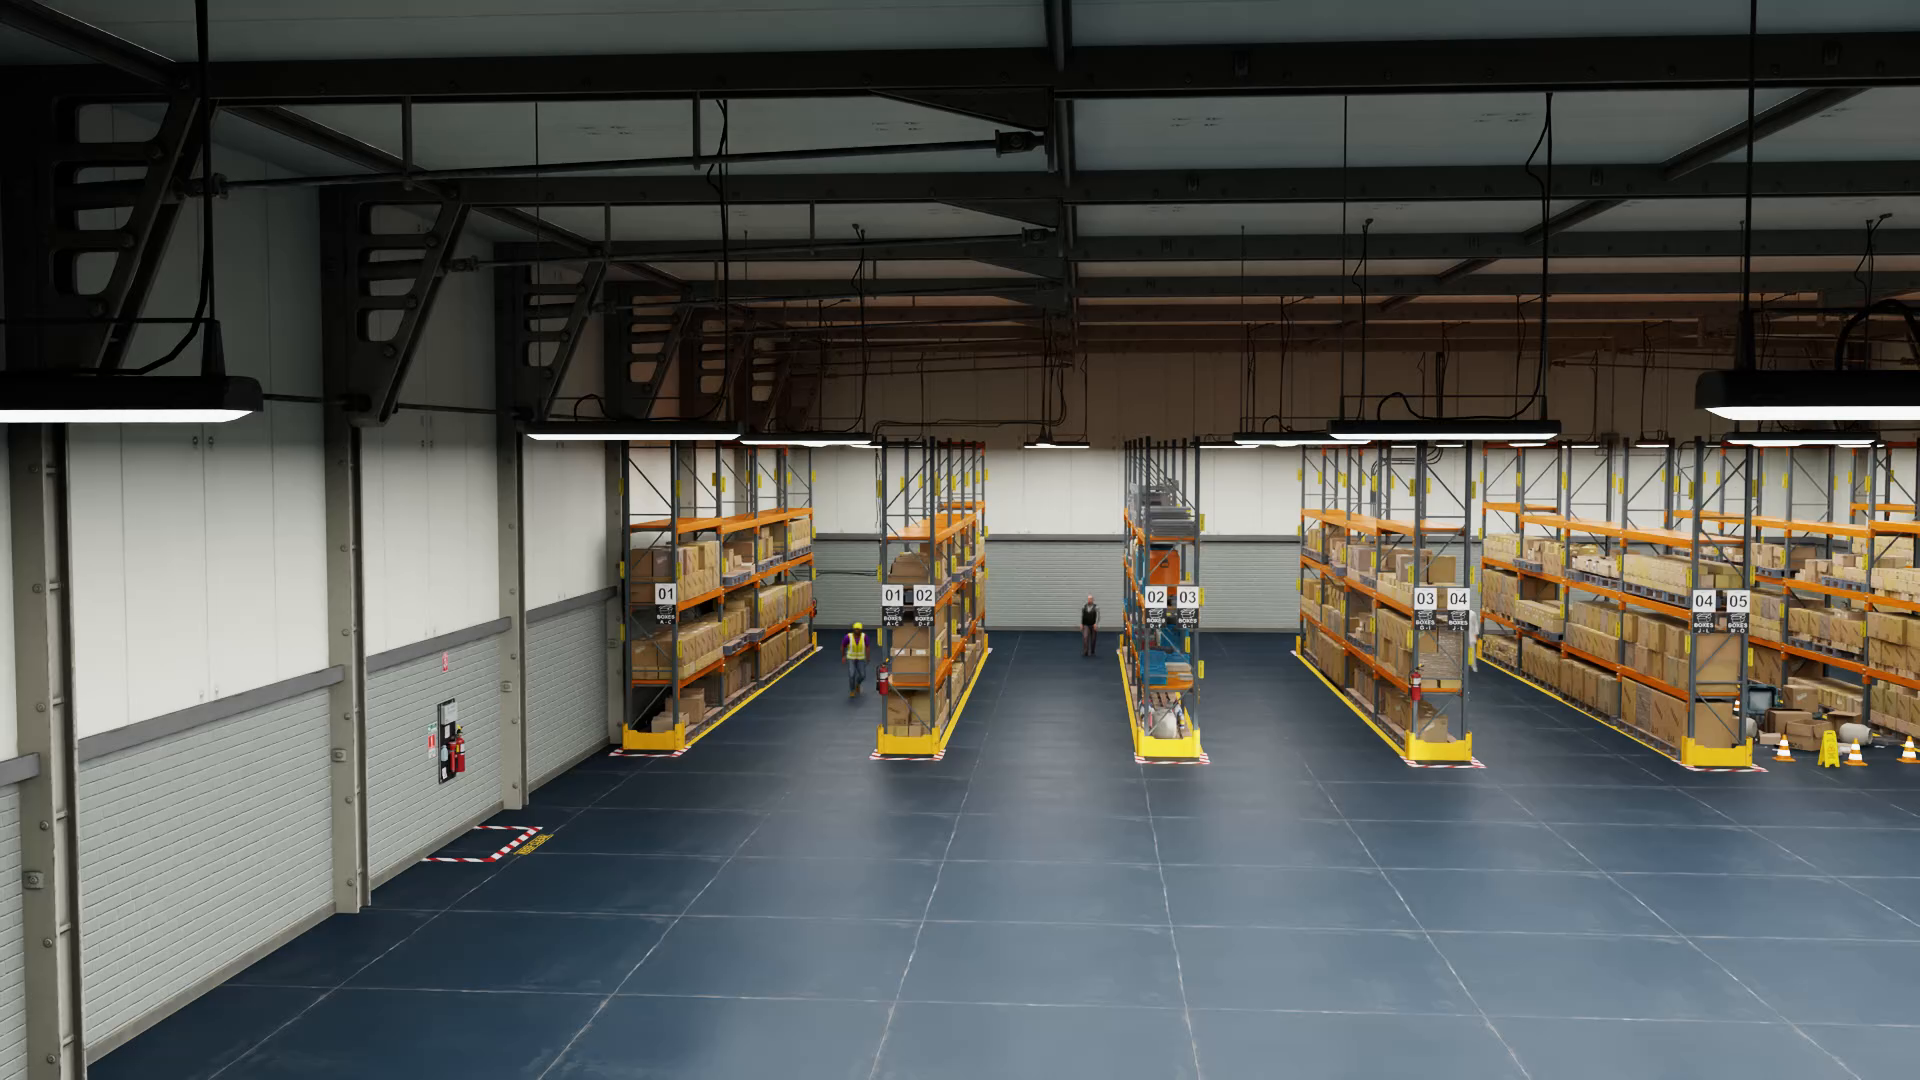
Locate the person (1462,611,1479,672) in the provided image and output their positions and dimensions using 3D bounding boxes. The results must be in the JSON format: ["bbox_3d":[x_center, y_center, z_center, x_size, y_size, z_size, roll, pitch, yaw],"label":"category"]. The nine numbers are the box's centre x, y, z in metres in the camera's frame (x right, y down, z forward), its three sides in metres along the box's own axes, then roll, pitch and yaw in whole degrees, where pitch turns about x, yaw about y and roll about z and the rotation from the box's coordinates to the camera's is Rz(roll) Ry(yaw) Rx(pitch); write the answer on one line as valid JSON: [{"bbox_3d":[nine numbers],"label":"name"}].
[{"bbox_3d":[13.238,2.514,43.466,0.636,1.789,0.723,1,3,20],"label":"person"}]

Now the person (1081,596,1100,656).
[{"bbox_3d":[3.645,2.384,46.373,0.522,1.649,1.058,0,3,2],"label":"person"}]

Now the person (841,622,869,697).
[{"bbox_3d":[-2.464,2.778,38.919,0.642,1.743,0.667,-1,3,-16],"label":"person"}]
